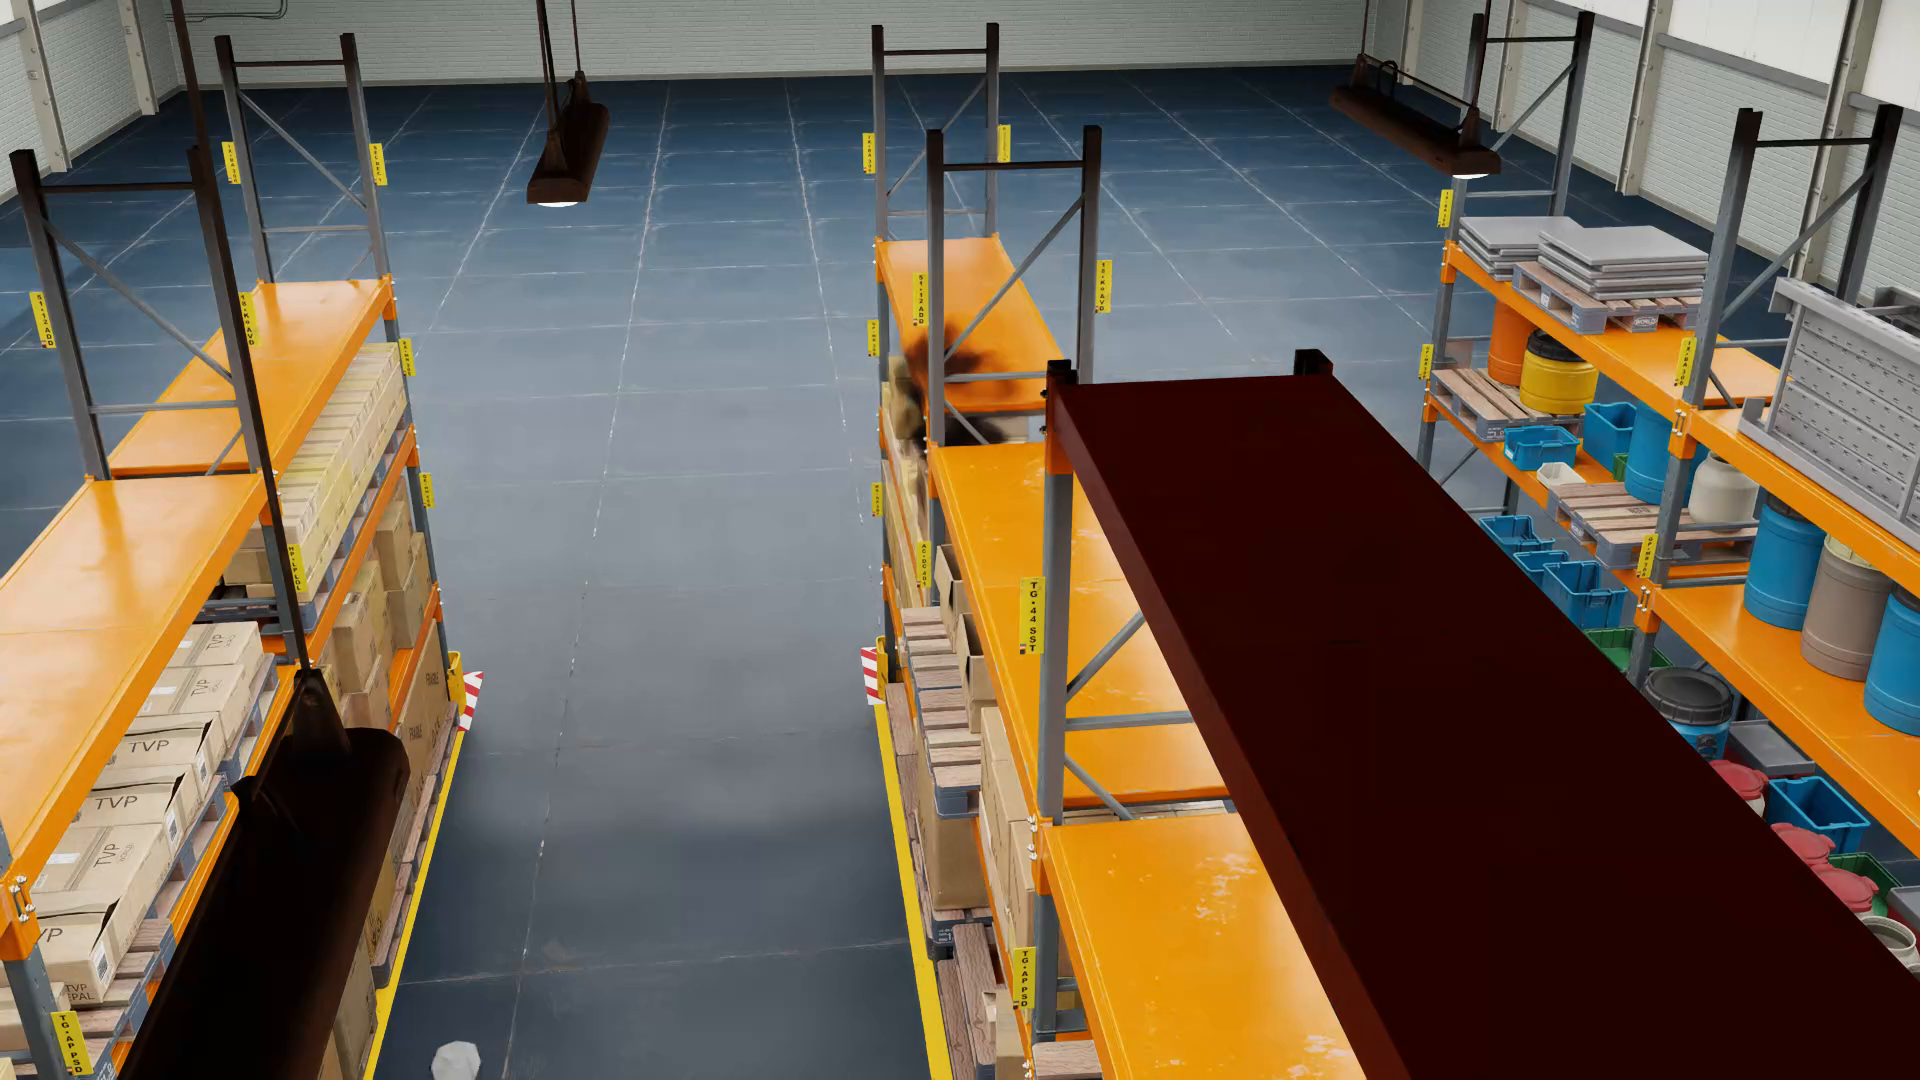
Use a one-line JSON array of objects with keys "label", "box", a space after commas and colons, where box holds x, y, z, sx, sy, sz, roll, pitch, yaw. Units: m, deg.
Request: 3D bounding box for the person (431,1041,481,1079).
[{"label": "person", "box": [-2.620, 3.425, 8.914, 0.594, 1.729, 0.755, -3, 26, -6]}]
